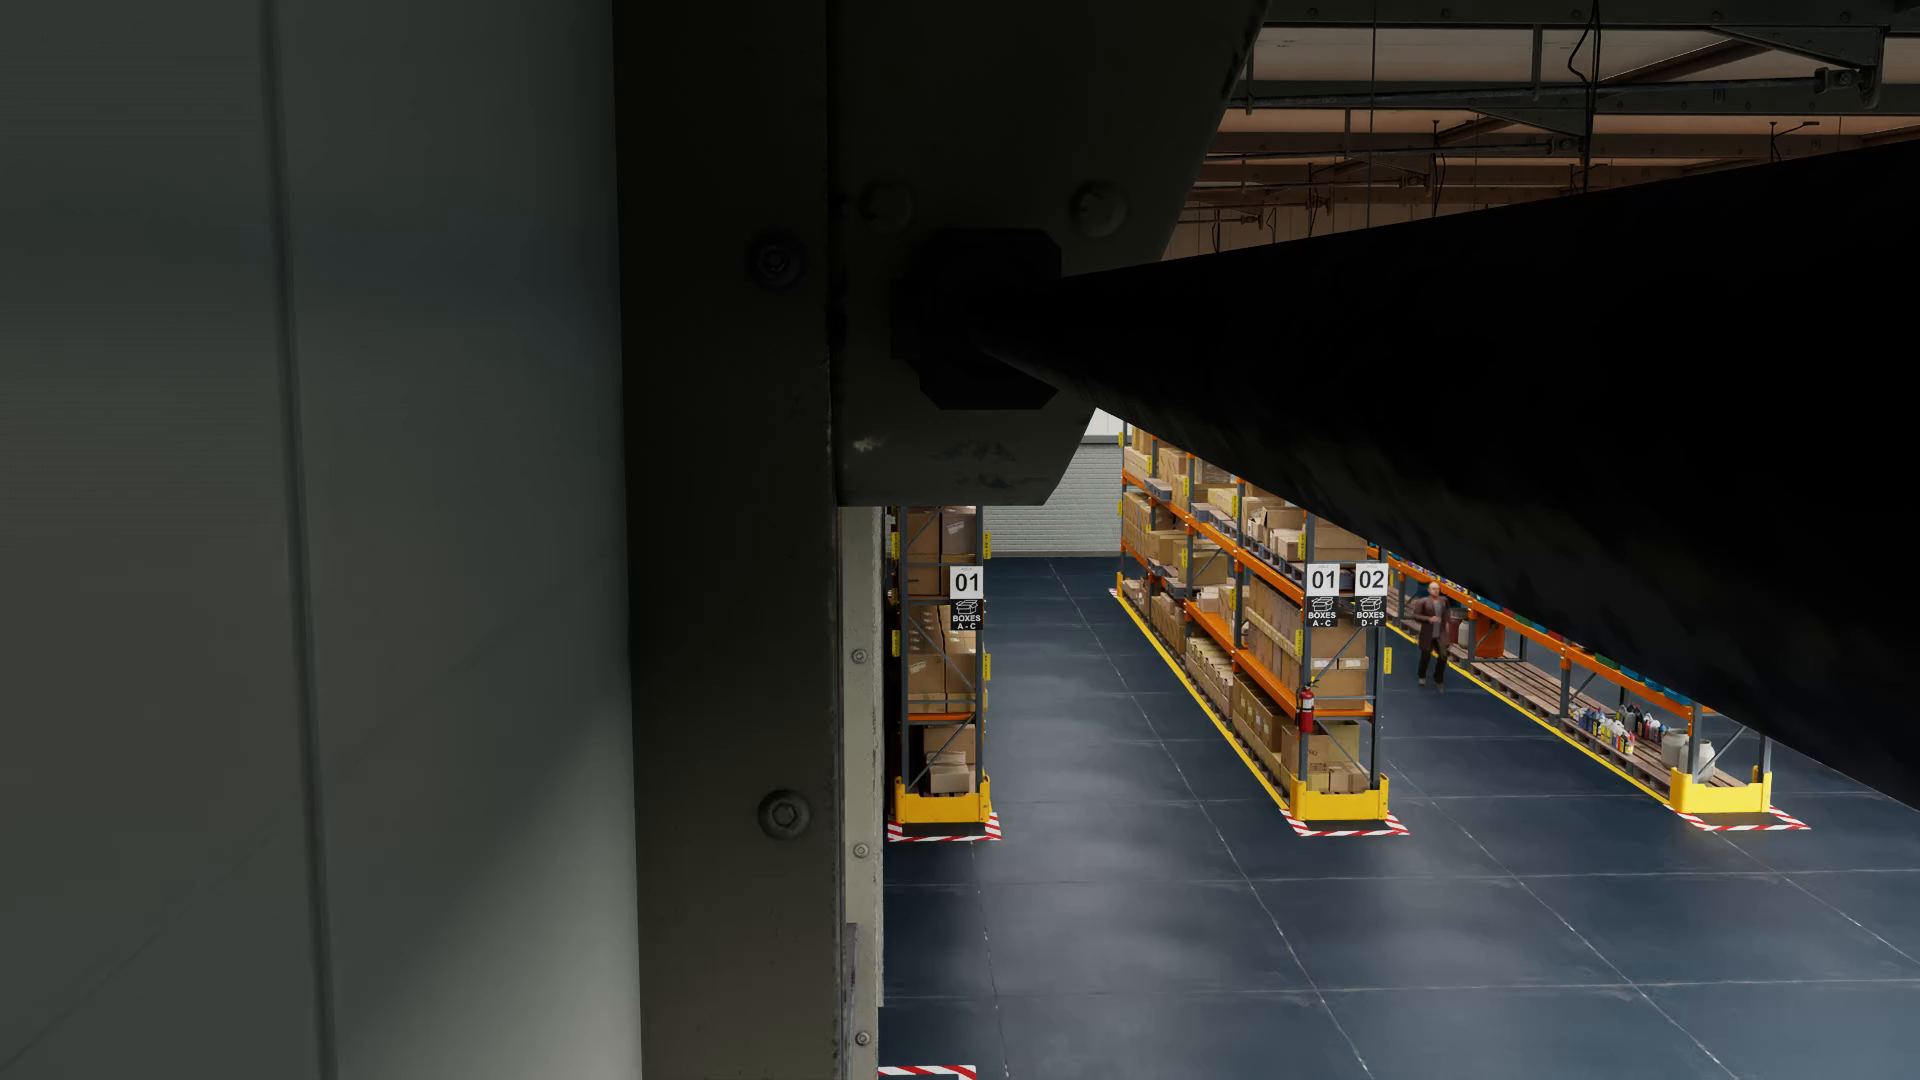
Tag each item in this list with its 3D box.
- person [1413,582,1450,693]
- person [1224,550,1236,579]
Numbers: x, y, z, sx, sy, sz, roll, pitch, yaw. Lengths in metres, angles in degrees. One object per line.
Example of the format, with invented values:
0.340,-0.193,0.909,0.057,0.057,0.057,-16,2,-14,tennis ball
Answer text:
7.796,1.607,27.465,0.708,1.857,0.838,0,8,-3,person
5.844,0.453,36.227,0.595,1.632,0.616,-3,9,-19,person
